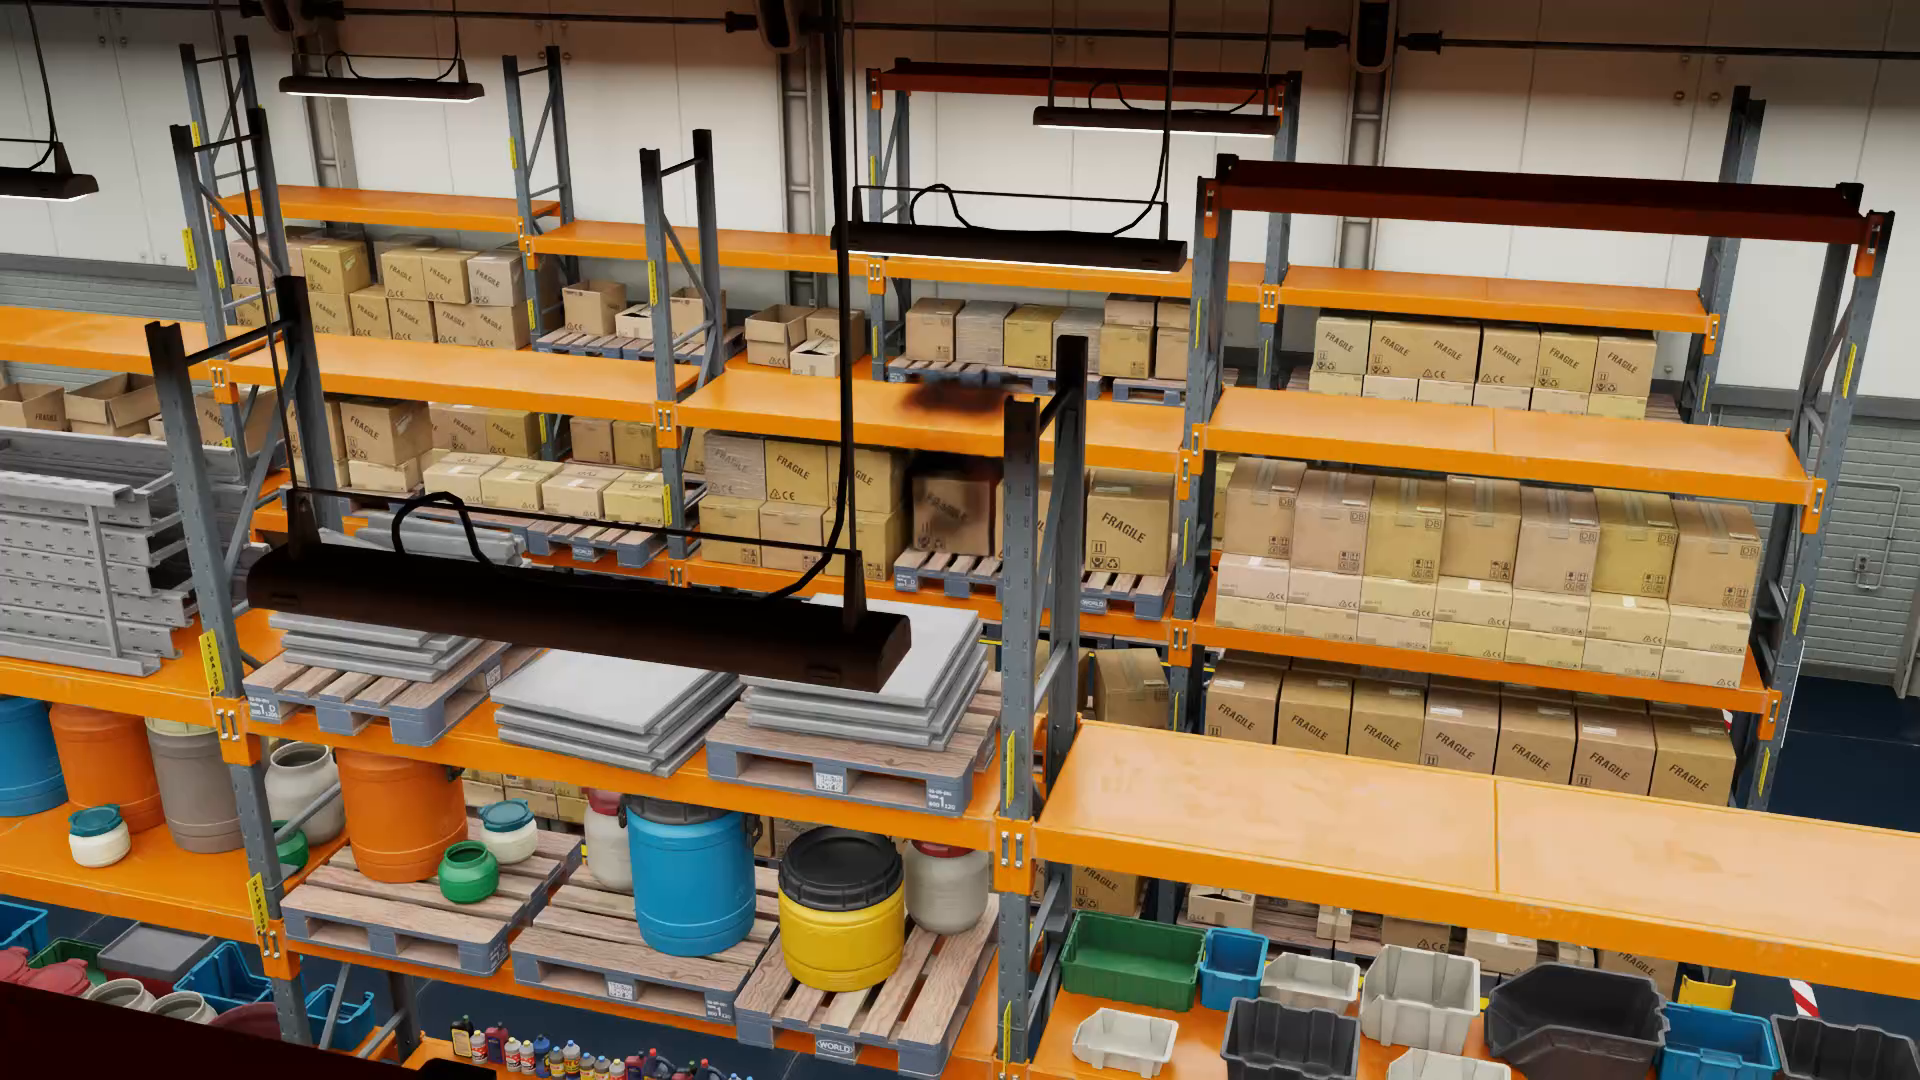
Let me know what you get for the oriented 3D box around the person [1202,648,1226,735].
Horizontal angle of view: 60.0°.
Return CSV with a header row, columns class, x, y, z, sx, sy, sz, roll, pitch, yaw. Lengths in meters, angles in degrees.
class,x,y,z,sx,sy,sz,roll,pitch,yaw
person,2.354,1.405,14.685,0.986,1.735,0.575,6,23,15
